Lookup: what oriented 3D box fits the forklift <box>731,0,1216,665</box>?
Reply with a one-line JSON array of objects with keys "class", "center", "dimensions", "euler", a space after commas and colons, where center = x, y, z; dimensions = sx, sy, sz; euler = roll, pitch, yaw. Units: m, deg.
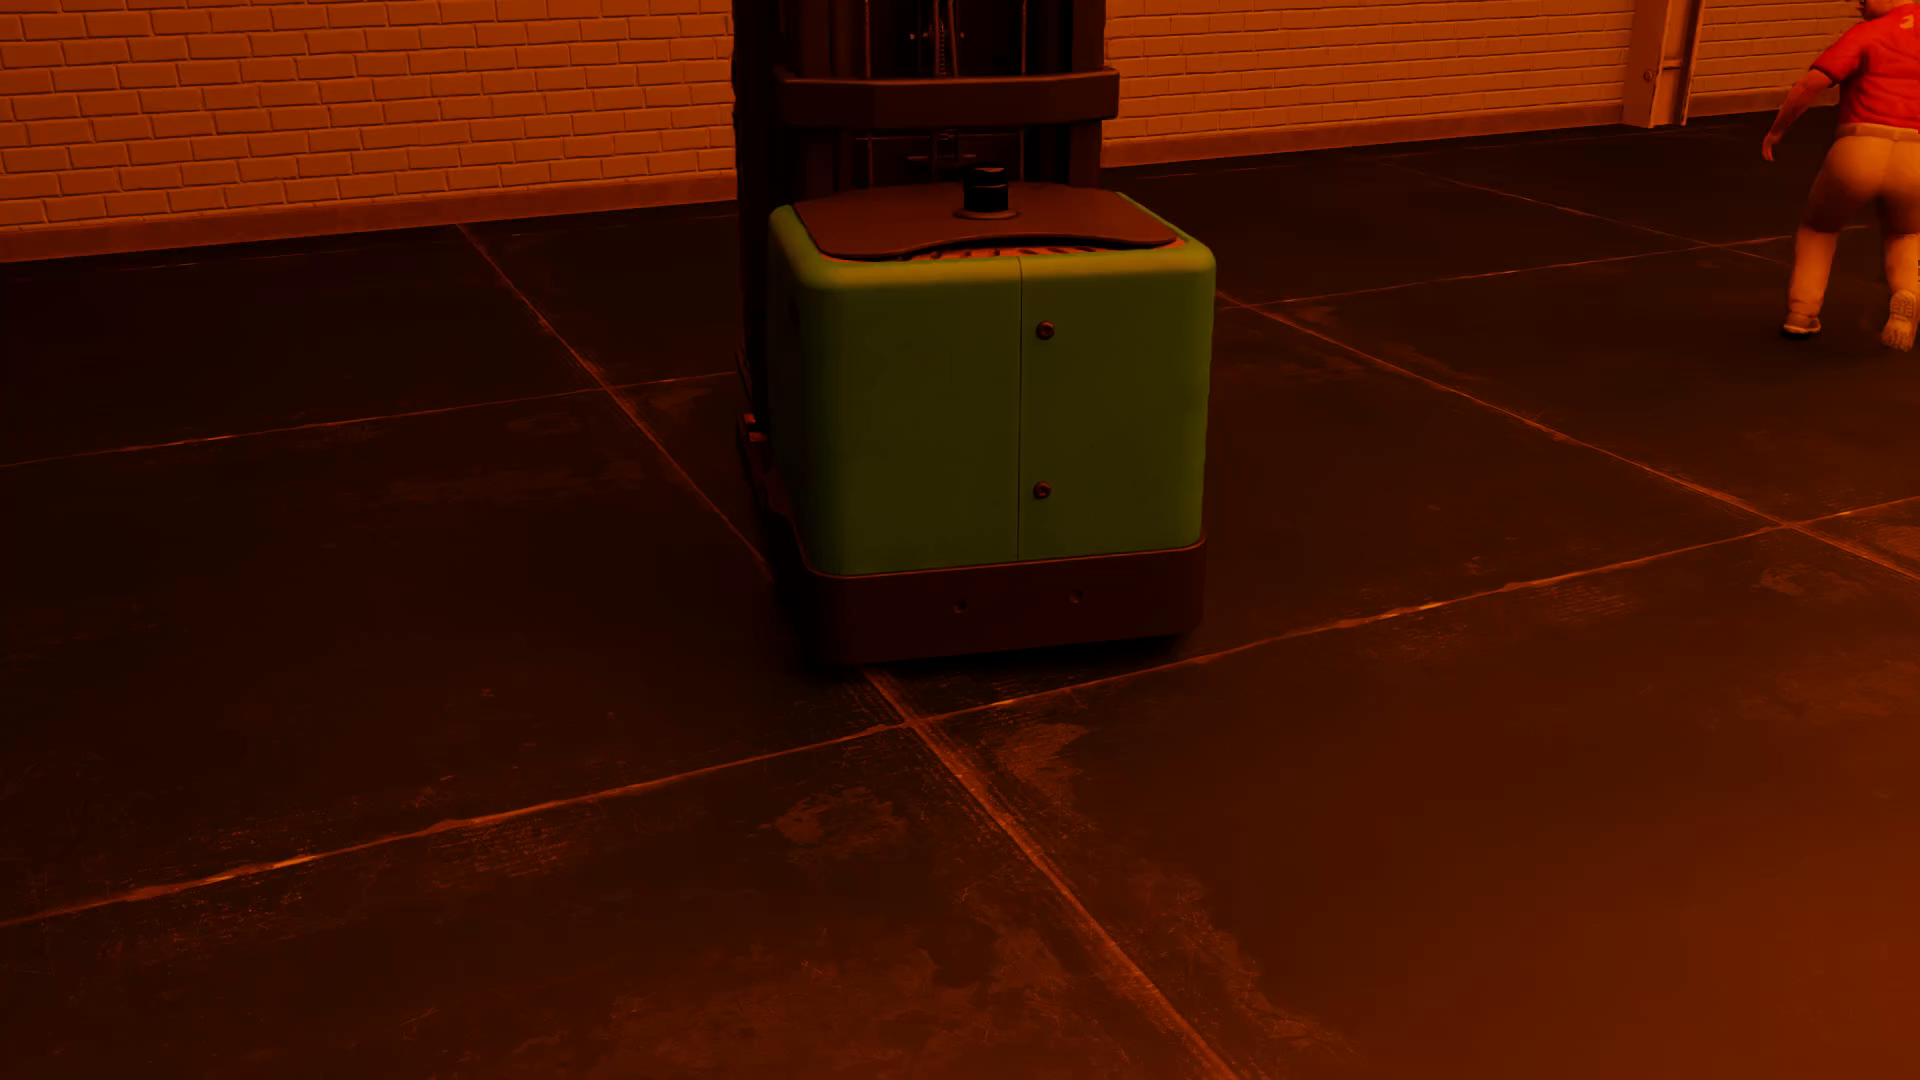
[{"class": "forklift", "center": [-0.166, -1.575, 5.078], "dimensions": [1.130, 2.935, 3.031], "euler": [-5, 23, -11]}]

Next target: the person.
[{"class": "person", "center": [3.905, -1.571, 6.965], "dimensions": [0.964, 1.586, 0.539], "euler": [4, 23, 10]}]
